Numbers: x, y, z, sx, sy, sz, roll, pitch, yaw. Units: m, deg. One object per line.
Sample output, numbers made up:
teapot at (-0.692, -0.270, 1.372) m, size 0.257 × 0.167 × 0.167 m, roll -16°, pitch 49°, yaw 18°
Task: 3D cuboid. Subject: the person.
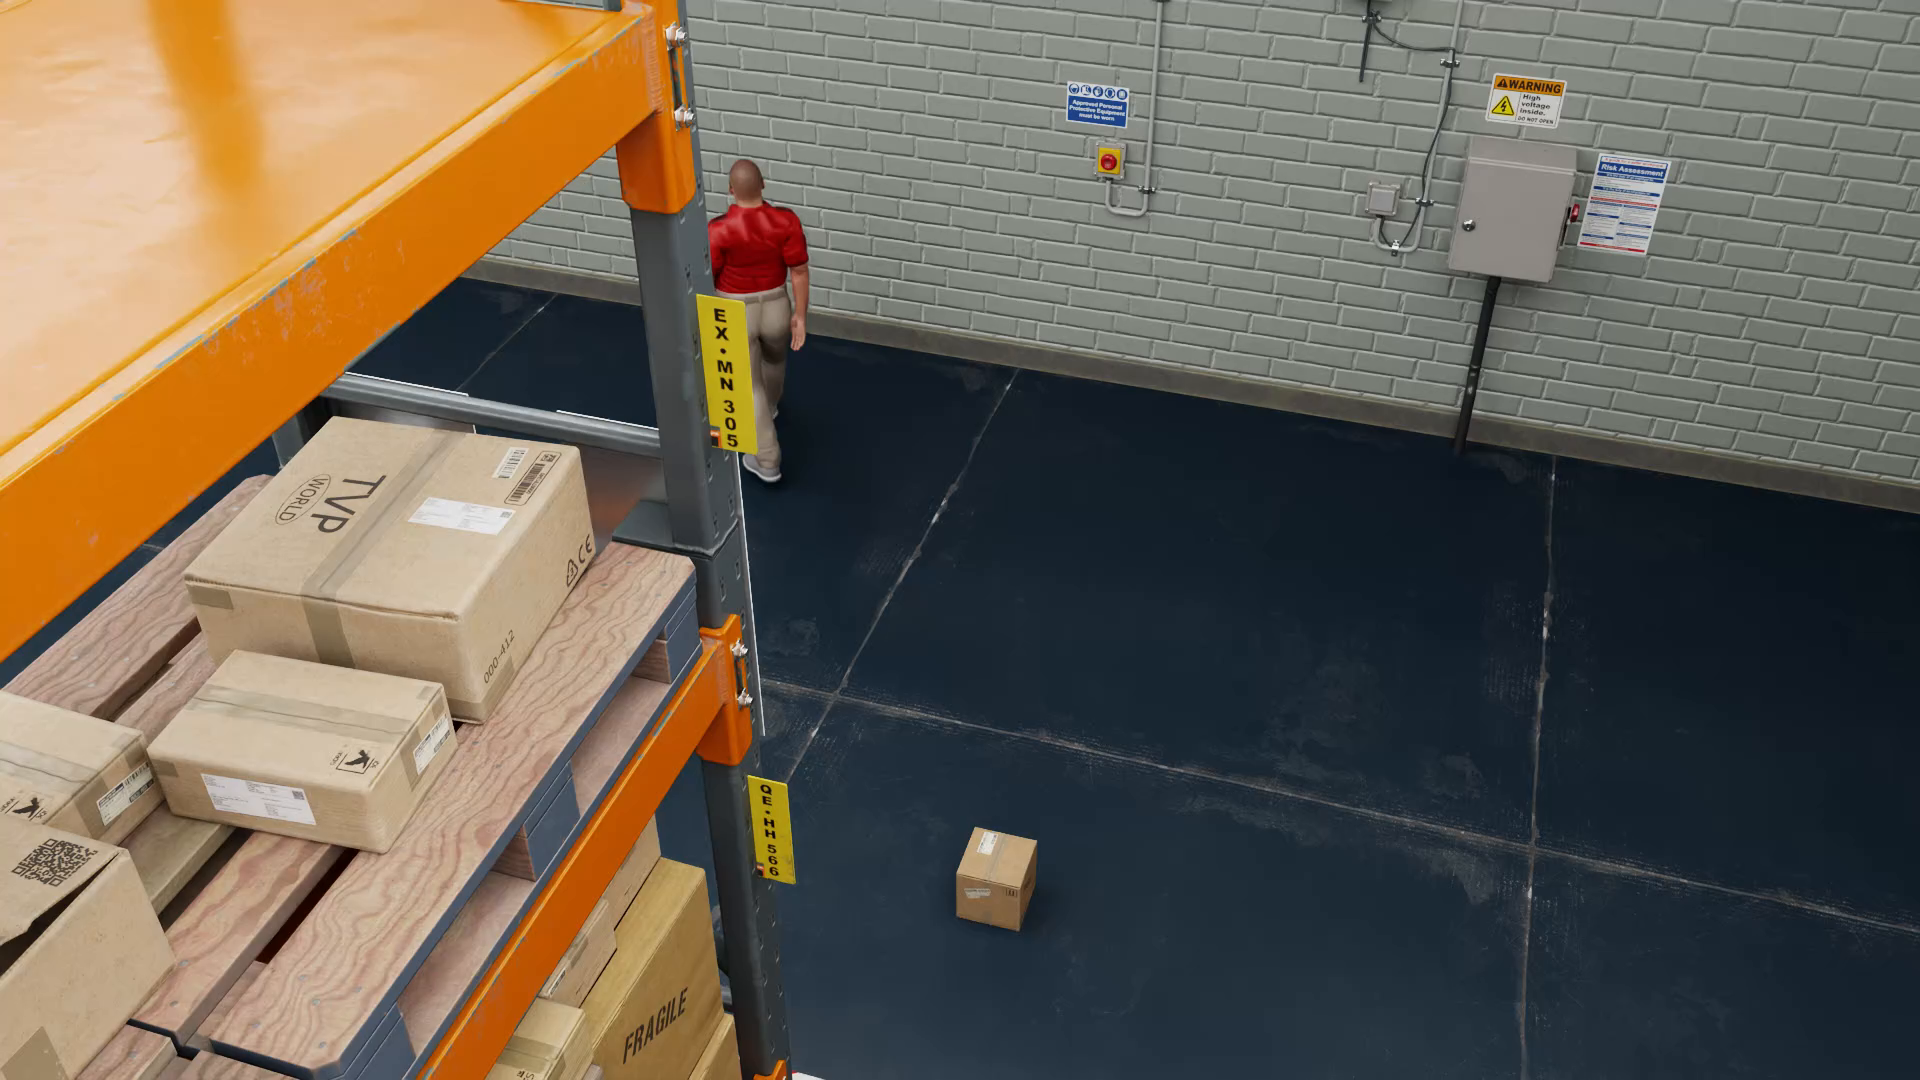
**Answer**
person at (-1.110, -1.213, 8.506) m, size 0.539 × 1.688 × 0.904 m, roll -18°, pitch 40°, yaw -22°
